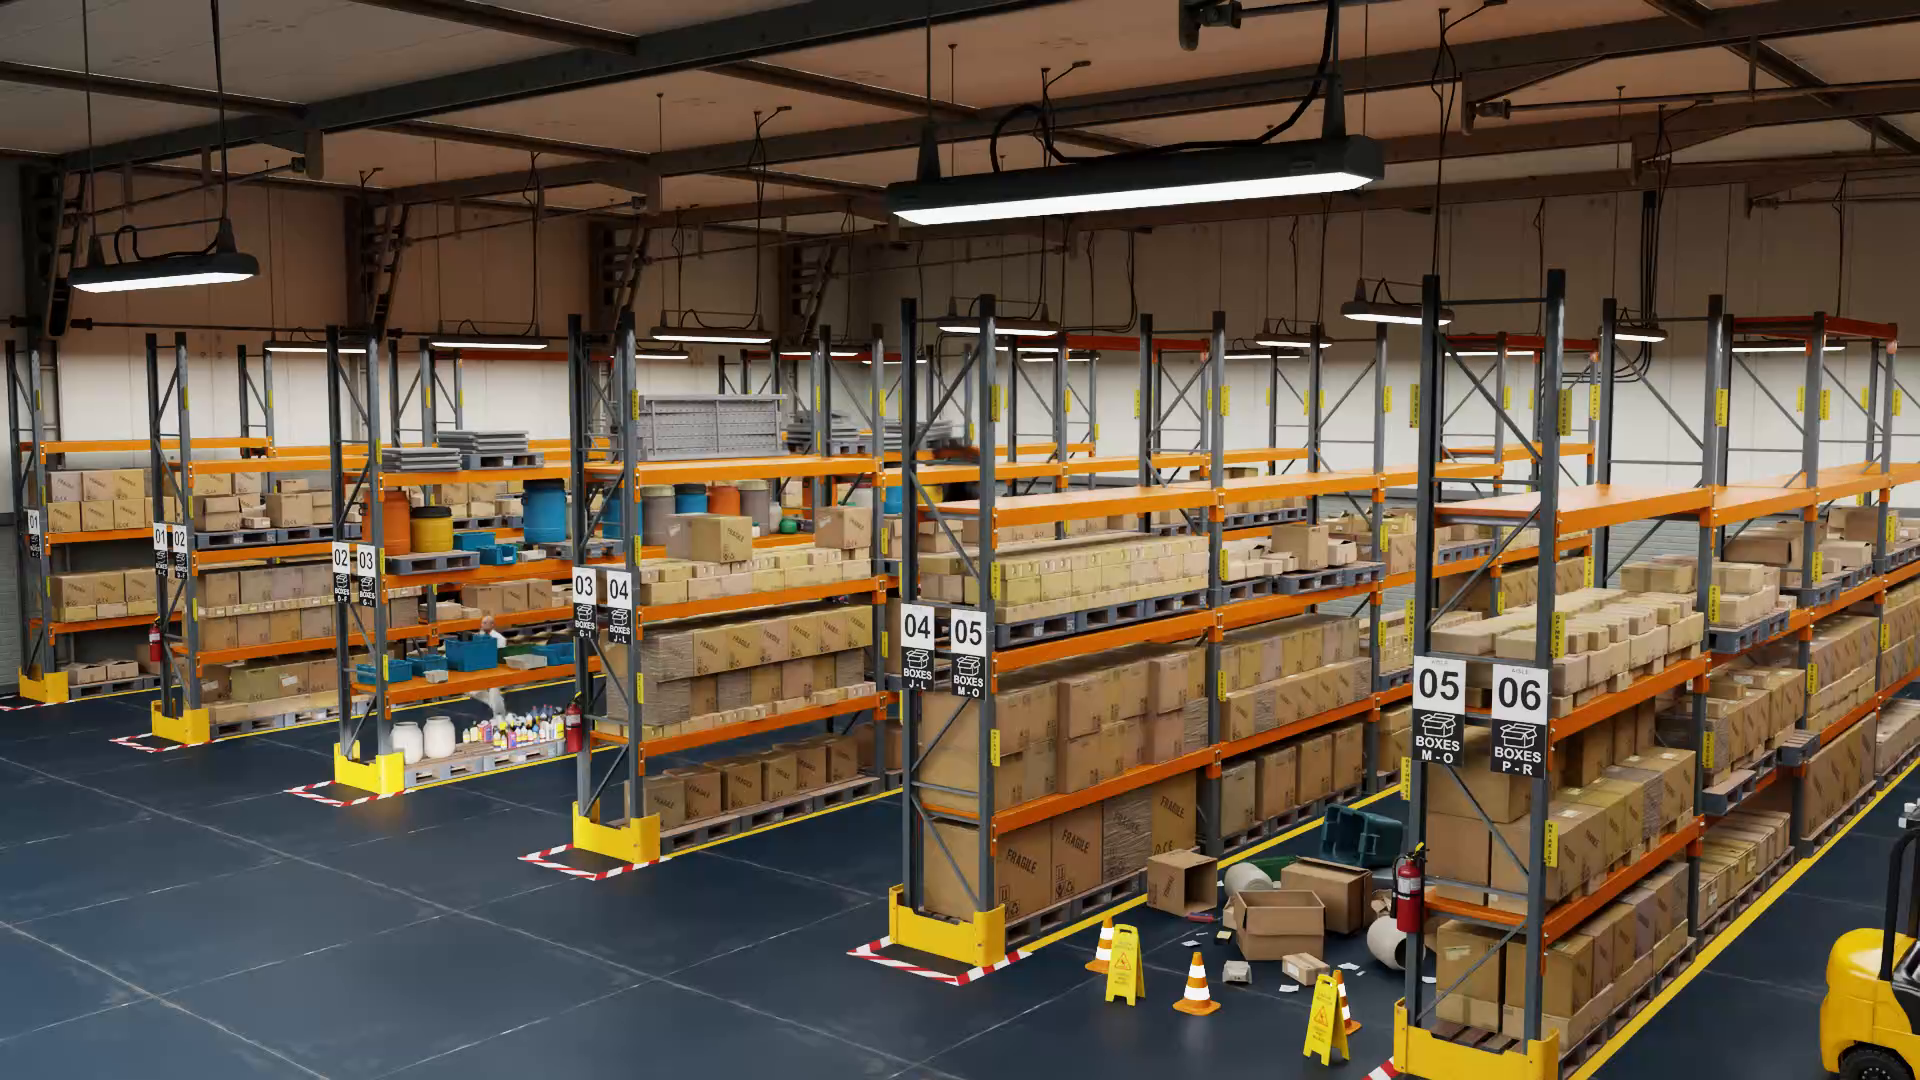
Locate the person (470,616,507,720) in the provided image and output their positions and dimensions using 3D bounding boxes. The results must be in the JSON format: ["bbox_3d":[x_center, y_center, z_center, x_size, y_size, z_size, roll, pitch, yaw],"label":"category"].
[{"bbox_3d":[-7.231,2.012,25.444,0.758,1.729,0.754,3,6,32],"label":"person"}]
